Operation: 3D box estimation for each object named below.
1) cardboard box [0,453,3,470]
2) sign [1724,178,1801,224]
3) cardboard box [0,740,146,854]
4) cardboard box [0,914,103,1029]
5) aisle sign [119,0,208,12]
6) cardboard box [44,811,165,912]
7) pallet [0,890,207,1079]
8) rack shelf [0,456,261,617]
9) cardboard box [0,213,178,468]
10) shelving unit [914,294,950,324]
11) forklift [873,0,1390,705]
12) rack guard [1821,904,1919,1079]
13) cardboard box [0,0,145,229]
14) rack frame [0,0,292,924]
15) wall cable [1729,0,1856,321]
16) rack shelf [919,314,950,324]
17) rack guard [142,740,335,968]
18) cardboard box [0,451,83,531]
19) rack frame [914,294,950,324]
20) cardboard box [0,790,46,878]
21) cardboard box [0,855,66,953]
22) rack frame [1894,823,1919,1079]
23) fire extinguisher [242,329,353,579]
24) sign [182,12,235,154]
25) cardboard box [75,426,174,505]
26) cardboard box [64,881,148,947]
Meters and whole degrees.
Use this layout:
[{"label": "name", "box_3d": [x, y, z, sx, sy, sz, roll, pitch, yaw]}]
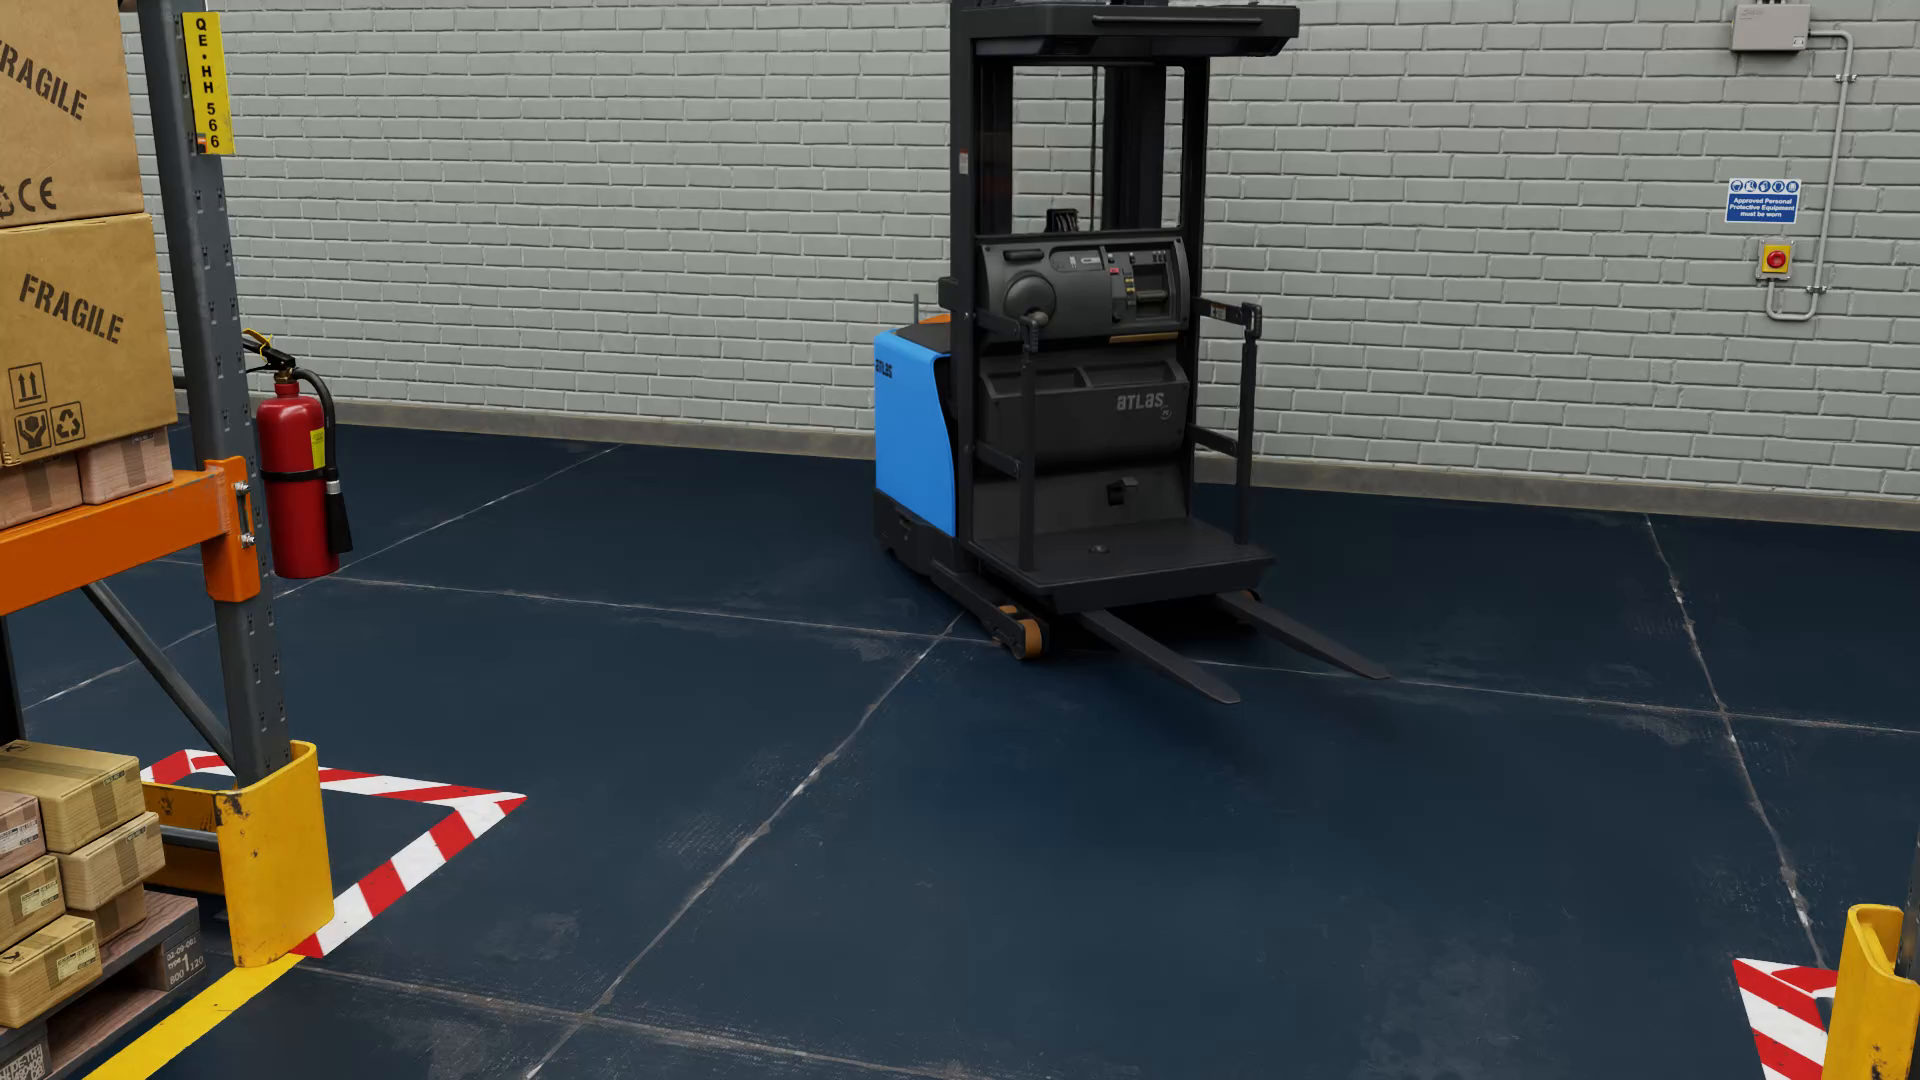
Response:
[{"label": "cardboard box", "box_3d": [-2.347, -0.344, 3.317, 0.500, 0.500, 0.500, 4, 16, 15]}, {"label": "sign", "box_3d": [4.011, -1.694, 8.310, 0.327, 0.218, 0.001, 5, 16, 16]}, {"label": "cardboard box", "box_3d": [-2.222, 0.617, 4.023, 0.380, 0.149, 0.250, 5, 17, 17]}, {"label": "cardboard box", "box_3d": [-2.240, 0.974, 3.854, 0.380, 0.149, 0.250, 5, 17, 18]}, {"label": "aisle sign", "box_3d": [-2.006, -1.671, 3.961, 0.394, 0.787, 0.004, 5, 16, 16]}, {"label": "cardboard box", "box_3d": [-2.191, 0.762, 4.056, 0.380, 0.149, 0.250, 4, 16, 14]}, {"label": "pallet", "box_3d": [-2.601, 1.146, 3.901, 1.003, 0.211, 1.213, 5, 16, 16]}, {"label": "rack shelf", "box_3d": [-2.883, 0.445, 2.583, 1.077, 0.370, 4.000, 5, 16, 16]}, {"label": "cardboard box", "box_3d": [-2.195, -0.478, 3.791, 0.500, 0.500, 0.500, 5, 17, 17]}, {"label": "shelving unit", "box_3d": [-0.015, -0.687, 8.554, 0.258, 1.200, 0.503, 7, 17, 24]}, {"label": "forklift", "box_3d": [0.613, -1.062, 6.703, 1.130, 2.935, 3.031, -7, 17, -22]}, {"label": "rack guard", "box_3d": [2.467, 1.129, 3.433, 1.175, 0.500, 0.348, 5, 16, 16]}, {"label": "cardboard box", "box_3d": [-2.206, -0.958, 3.649, 0.500, 0.500, 0.500, 4, 16, 15]}, {"label": "rack frame", "box_3d": [-2.315, -0.425, 4.330, 1.000, 3.000, 0.127, 5, 16, 16]}, {"label": "wall cable", "box_3d": [4.040, -2.048, 8.134, 0.585, 1.953, 0.123, 5, 16, 16]}, {"label": "rack shelf", "box_3d": [-0.015, -1.065, 8.447, 0.258, 0.148, 0.480, 7, 17, 24]}, {"label": "rack guard", "box_3d": [-2.336, 0.798, 4.601, 1.175, 0.500, 0.348, 5, 16, 16]}, {"label": "cardboard box", "box_3d": [-2.243, -0.135, 3.767, 0.380, 0.149, 0.250, 5, 16, 16]}, {"label": "rack frame", "box_3d": [-0.118, -0.627, 8.341, 0.240, 1.200, 0.015, 7, 17, 24]}, {"label": "cardboard box", "box_3d": [-2.348, 0.678, 3.807, 0.380, 0.149, 0.250, 5, 17, 17]}, {"label": "cardboard box", "box_3d": [-2.317, 0.826, 3.830, 0.380, 0.149, 0.250, 4, 16, 15]}, {"label": "rack frame", "box_3d": [2.463, -0.067, 3.069, 0.949, 2.616, 0.053, 5, 16, 16]}, {"label": "fire extinguisher", "box_3d": [-1.800, -0.238, 4.498, 0.296, 0.674, 0.183, 5, 16, 16]}, {"label": "sign", "box_3d": [-1.788, -1.086, 3.959, 0.100, 0.325, 0.005, 5, 16, 16]}, {"label": "cardboard box", "box_3d": [-2.136, -0.197, 3.986, 0.380, 0.149, 0.250, 5, 16, 16]}, {"label": "cardboard box", "box_3d": [-2.264, 0.899, 4.119, 0.380, 0.149, 0.250, 5, 17, 17]}]
